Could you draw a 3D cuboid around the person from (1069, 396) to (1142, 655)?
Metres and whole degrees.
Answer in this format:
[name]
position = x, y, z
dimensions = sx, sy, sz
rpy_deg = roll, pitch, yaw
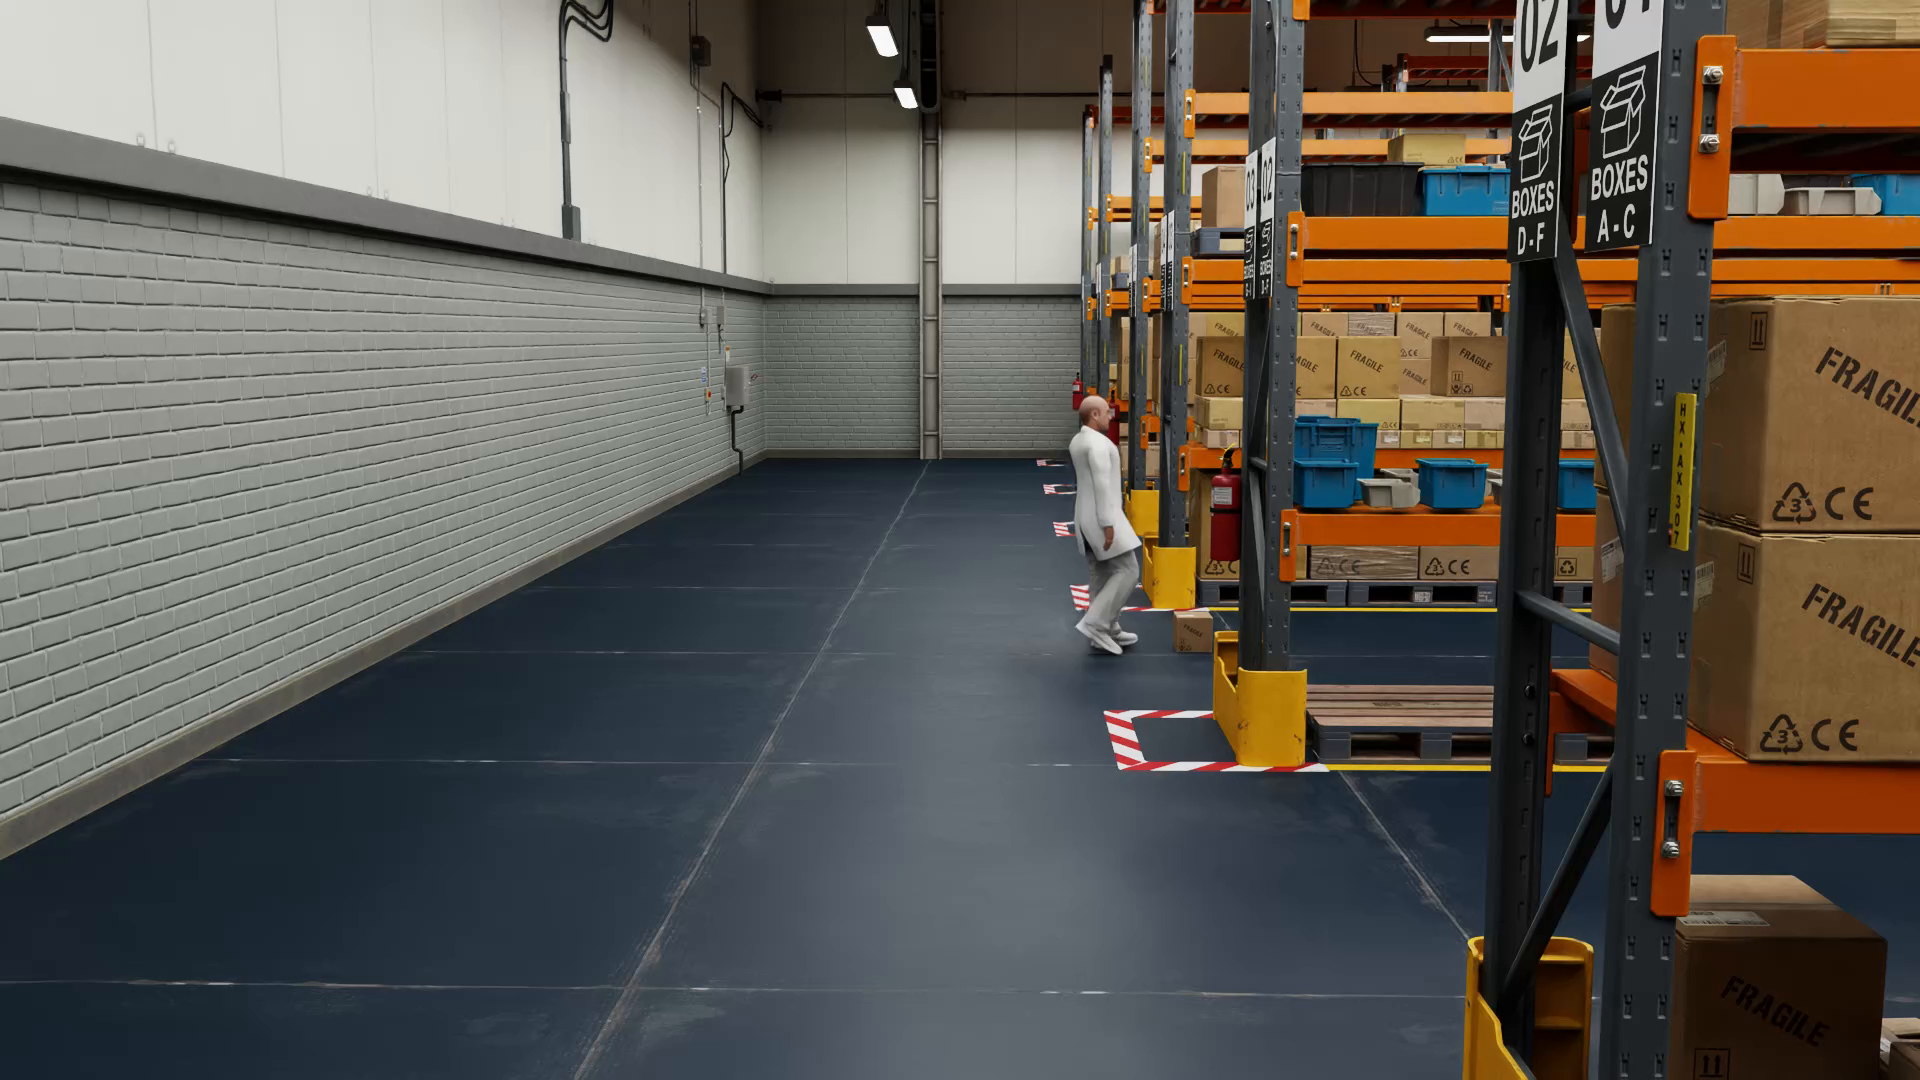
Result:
[person]
position = 1.029, -0.114, 11.615
dimensions = 0.563, 1.786, 0.618
rpy_deg = -2, 7, -17
